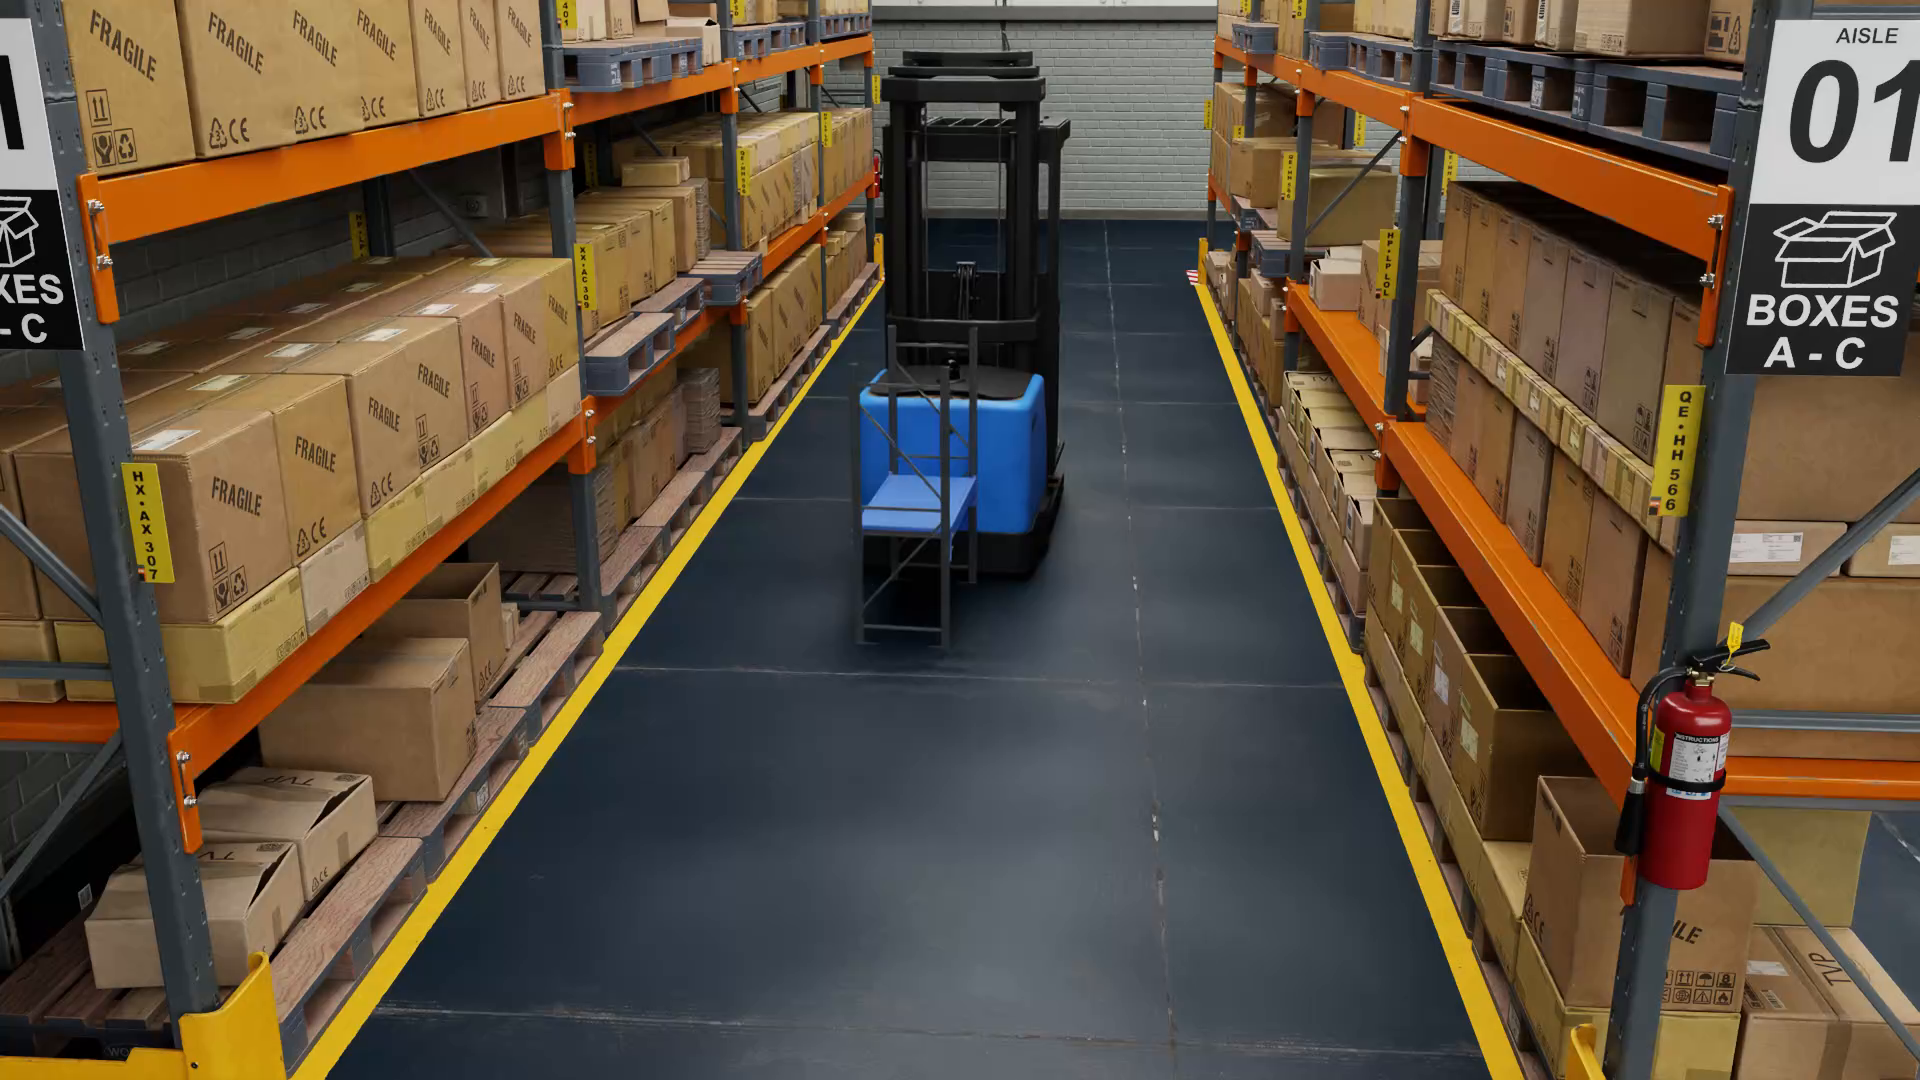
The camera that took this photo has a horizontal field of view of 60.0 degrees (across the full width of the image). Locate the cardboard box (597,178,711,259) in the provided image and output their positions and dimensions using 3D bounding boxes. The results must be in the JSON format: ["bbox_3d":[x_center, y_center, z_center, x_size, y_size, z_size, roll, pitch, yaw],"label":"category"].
[{"bbox_3d":[-2.117,-2.239,11.571,0.700,0.500,0.500,-1,18,-3],"label":"cardboard box"}]

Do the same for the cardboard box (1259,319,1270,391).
[{"bbox_3d":[2.718,-1.496,13.481,0.500,0.500,0.500,1,18,2],"label":"cardboard box"}]

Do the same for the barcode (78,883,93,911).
[{"bbox_3d":[-2.925,1.193,5.561,0.001,0.075,0.075,1,18,4],"label":"barcode"}]

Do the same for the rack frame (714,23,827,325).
[{"bbox_3d":[-1.806,-3.371,15.892,1.000,3.000,0.127,1,18,4],"label":"rack frame"}]

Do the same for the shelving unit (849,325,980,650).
[{"bbox_3d":[-0.227,-0.311,8.962,0.538,1.500,1.048,3,18,8],"label":"shelving unit"}]

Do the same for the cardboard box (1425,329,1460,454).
[{"bbox_3d":[2.536,-0.686,7.539,0.700,0.500,0.500,1,18,2],"label":"cardboard box"}]

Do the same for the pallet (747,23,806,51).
[{"bbox_3d":[-1.823,-4.419,14.583,0.805,0.209,1.217,1,18,2],"label":"pallet"}]

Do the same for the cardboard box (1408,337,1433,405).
[{"bbox_3d":[2.553,-0.859,8.468,0.500,0.250,0.500,2,18,7],"label":"cardboard box"}]

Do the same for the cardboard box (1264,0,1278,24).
[{"bbox_3d":[3.025,-4.826,14.522,0.600,0.600,0.600,0,18,-1],"label":"cardboard box"}]

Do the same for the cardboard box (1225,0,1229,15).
[{"bbox_3d":[3.053,-5.631,17.411,0.500,0.250,0.500,1,18,4],"label":"cardboard box"}]

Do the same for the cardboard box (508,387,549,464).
[{"bbox_3d":[-2.156,-0.516,7.388,0.500,0.250,0.500,1,18,4],"label":"cardboard box"}]

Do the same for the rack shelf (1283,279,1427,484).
[{"bbox_3d":[2.705,-1.056,9.983,1.077,0.370,4.000,1,18,4],"label":"rack shelf"}]

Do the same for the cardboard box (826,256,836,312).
[{"bbox_3d":[-1.651,-2.612,16.918,0.700,0.500,0.500,2,18,5],"label":"cardboard box"}]

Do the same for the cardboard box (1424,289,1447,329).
[{"bbox_3d":[2.349,-1.053,7.617,0.380,0.149,0.250,1,18,4],"label":"cardboard box"}]

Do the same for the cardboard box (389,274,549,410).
[{"bbox_3d":[-2.135,-0.872,7.270,0.500,0.500,0.500,1,18,4],"label":"cardboard box"}]

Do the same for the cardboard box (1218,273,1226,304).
[{"bbox_3d":[2.946,-2.609,17.179,0.500,0.311,0.500,1,18,4],"label":"cardboard box"}]

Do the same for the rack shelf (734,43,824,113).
[{"bbox_3d":[-1.950,-3.833,13.641,1.077,0.370,4.000,1,18,4],"label":"rack shelf"}]

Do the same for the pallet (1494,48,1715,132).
[{"bbox_3d":[2.436,-1.517,5.559,1.003,0.211,1.213,1,18,4],"label":"pallet"}]

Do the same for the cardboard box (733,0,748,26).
[{"bbox_3d":[-2.077,-4.299,13.043,0.700,0.500,0.500,2,18,7],"label":"cardboard box"}]

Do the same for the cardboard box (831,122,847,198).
[{"bbox_3d":[-1.694,-3.908,17.050,0.980,0.700,0.700,1,18,3],"label":"cardboard box"}]

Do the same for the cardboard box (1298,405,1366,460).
[{"bbox_3d":[2.449,-0.700,10.584,0.500,0.311,0.500,1,18,2],"label":"cardboard box"}]

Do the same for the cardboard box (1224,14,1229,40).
[{"bbox_3d":[3.048,-5.393,17.489,0.500,0.250,0.500,1,18,4],"label":"cardboard box"}]

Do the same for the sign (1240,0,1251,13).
[{"bbox_3d":[2.593,-4.942,15.040,0.100,0.325,0.005,1,18,4],"label":"sign"}]

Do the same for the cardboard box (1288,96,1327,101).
[{"bbox_3d":[3.486,-4.084,16.303,0.500,0.500,0.500,1,18,2],"label":"cardboard box"}]

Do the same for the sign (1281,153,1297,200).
[{"bbox_3d":[2.306,-2.541,11.627,0.100,0.325,0.005,1,18,4],"label":"sign"}]

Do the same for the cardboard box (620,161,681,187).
[{"bbox_3d":[-2.096,-2.485,11.281,0.380,0.149,0.250,-2,18,-5],"label":"cardboard box"}]

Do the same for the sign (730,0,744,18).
[{"bbox_3d":[-1.552,-3.787,11.514,0.100,0.325,0.005,1,18,4],"label":"sign"}]

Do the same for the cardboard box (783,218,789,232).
[{"bbox_3d":[-1.683,-2.756,14.387,0.380,0.149,0.250,1,18,2],"label":"cardboard box"}]

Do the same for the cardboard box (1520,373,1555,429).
[{"bbox_3d":[2.221,-0.495,5.913,0.380,0.149,0.250,1,18,3],"label":"cardboard box"}]

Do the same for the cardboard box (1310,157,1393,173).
[{"bbox_3d":[3.037,-2.744,13.144,0.700,0.500,0.500,5,19,14],"label":"cardboard box"}]

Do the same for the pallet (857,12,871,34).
[{"bbox_3d":[-1.562,-5.766,18.526,1.003,0.211,1.213,1,18,4],"label":"pallet"}]

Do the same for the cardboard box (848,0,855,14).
[{"bbox_3d":[-1.376,-5.657,17.460,0.500,0.250,0.500,1,18,2],"label":"cardboard box"}]

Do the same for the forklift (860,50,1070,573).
[{"bbox_3d":[0.107,-1.617,10.652,1.130,2.935,3.031,3,18,8],"label":"forklift"}]

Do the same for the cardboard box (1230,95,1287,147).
[{"bbox_3d":[2.947,-4.106,16.370,0.500,0.500,0.500,1,18,3],"label":"cardboard box"}]

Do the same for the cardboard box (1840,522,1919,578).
[{"bbox_3d":[2.517,-0.007,4.425,0.380,0.149,0.250,1,18,4],"label":"cardboard box"}]

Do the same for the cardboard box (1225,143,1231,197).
[{"bbox_3d":[2.985,-3.789,17.010,0.500,0.500,0.500,2,18,5],"label":"cardboard box"}]

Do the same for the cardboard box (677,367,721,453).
[{"bbox_3d":[-2.093,-0.925,11.736,0.700,0.500,0.500,2,18,5],"label":"cardboard box"}]

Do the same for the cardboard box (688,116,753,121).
[{"bbox_3d":[-2.130,-3.626,14.796,0.500,0.250,0.500,1,18,5],"label":"cardboard box"}]

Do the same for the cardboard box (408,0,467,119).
[{"bbox_3d":[-2.221,-1.876,6.322,0.500,0.500,0.500,1,18,2],"label":"cardboard box"}]

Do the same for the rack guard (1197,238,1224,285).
[{"bbox_3d":[3.416,-3.292,19.667,1.175,0.500,0.348,1,18,4],"label":"rack guard"}]

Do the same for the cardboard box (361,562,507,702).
[{"bbox_3d":[-2.414,0.416,7.644,0.500,0.500,0.500,0,18,0],"label":"cardboard box"}]

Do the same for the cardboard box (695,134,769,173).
[{"bbox_3d":[-1.766,-2.985,12.841,0.500,0.250,0.500,1,18,3],"label":"cardboard box"}]

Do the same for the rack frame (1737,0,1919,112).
[{"bbox_3d":[2.274,-2.385,3.250,1.000,3.000,0.127,1,18,4],"label":"rack frame"}]

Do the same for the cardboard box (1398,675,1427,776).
[{"bbox_3d":[2.144,0.778,6.972,0.500,0.250,0.500,1,18,4],"label":"cardboard box"}]

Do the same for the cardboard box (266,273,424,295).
[{"bbox_3d":[-2.663,-0.879,7.292,0.500,0.500,0.500,1,18,4],"label":"cardboard box"}]

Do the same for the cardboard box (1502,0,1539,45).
[{"bbox_3d":[2.317,-2.008,5.853,0.797,0.503,0.637,3,18,10],"label":"cardboard box"}]

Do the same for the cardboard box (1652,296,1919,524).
[{"bbox_3d":[2.324,-0.359,4.458,0.700,0.500,0.500,1,18,4],"label":"cardboard box"}]

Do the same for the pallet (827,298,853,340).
[{"bbox_3d":[-1.674,-2.280,17.042,1.003,0.211,1.213,1,18,4],"label":"pallet"}]

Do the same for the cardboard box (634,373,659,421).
[{"bbox_3d":[-2.228,-0.946,10.595,0.500,0.250,0.500,1,18,4],"label":"cardboard box"}]

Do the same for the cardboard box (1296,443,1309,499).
[{"bbox_3d":[2.451,-0.438,10.684,0.500,0.250,0.500,1,18,2],"label":"cardboard box"}]

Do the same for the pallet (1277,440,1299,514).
[{"bbox_3d":[2.750,-0.439,11.423,1.003,0.211,1.213,1,18,4],"label":"pallet"}]

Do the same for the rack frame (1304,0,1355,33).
[{"bbox_3d":[2.848,-4.870,10.833,1.000,3.000,0.127,1,18,4],"label":"rack frame"}]

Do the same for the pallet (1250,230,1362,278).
[{"bbox_3d":[2.827,-2.140,12.444,1.213,0.211,1.003,1,18,4],"label":"pallet"}]

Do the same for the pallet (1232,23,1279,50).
[{"bbox_3d":[3.018,-4.396,14.507,1.213,0.211,1.003,1,18,4],"label":"pallet"}]

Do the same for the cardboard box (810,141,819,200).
[{"bbox_3d":[-1.588,-3.420,15.372,0.500,0.500,0.500,1,18,3],"label":"cardboard box"}]

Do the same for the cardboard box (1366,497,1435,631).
[{"bbox_3d":[2.216,0.111,7.803,0.500,0.500,0.500,1,18,4],"label":"cardboard box"}]
